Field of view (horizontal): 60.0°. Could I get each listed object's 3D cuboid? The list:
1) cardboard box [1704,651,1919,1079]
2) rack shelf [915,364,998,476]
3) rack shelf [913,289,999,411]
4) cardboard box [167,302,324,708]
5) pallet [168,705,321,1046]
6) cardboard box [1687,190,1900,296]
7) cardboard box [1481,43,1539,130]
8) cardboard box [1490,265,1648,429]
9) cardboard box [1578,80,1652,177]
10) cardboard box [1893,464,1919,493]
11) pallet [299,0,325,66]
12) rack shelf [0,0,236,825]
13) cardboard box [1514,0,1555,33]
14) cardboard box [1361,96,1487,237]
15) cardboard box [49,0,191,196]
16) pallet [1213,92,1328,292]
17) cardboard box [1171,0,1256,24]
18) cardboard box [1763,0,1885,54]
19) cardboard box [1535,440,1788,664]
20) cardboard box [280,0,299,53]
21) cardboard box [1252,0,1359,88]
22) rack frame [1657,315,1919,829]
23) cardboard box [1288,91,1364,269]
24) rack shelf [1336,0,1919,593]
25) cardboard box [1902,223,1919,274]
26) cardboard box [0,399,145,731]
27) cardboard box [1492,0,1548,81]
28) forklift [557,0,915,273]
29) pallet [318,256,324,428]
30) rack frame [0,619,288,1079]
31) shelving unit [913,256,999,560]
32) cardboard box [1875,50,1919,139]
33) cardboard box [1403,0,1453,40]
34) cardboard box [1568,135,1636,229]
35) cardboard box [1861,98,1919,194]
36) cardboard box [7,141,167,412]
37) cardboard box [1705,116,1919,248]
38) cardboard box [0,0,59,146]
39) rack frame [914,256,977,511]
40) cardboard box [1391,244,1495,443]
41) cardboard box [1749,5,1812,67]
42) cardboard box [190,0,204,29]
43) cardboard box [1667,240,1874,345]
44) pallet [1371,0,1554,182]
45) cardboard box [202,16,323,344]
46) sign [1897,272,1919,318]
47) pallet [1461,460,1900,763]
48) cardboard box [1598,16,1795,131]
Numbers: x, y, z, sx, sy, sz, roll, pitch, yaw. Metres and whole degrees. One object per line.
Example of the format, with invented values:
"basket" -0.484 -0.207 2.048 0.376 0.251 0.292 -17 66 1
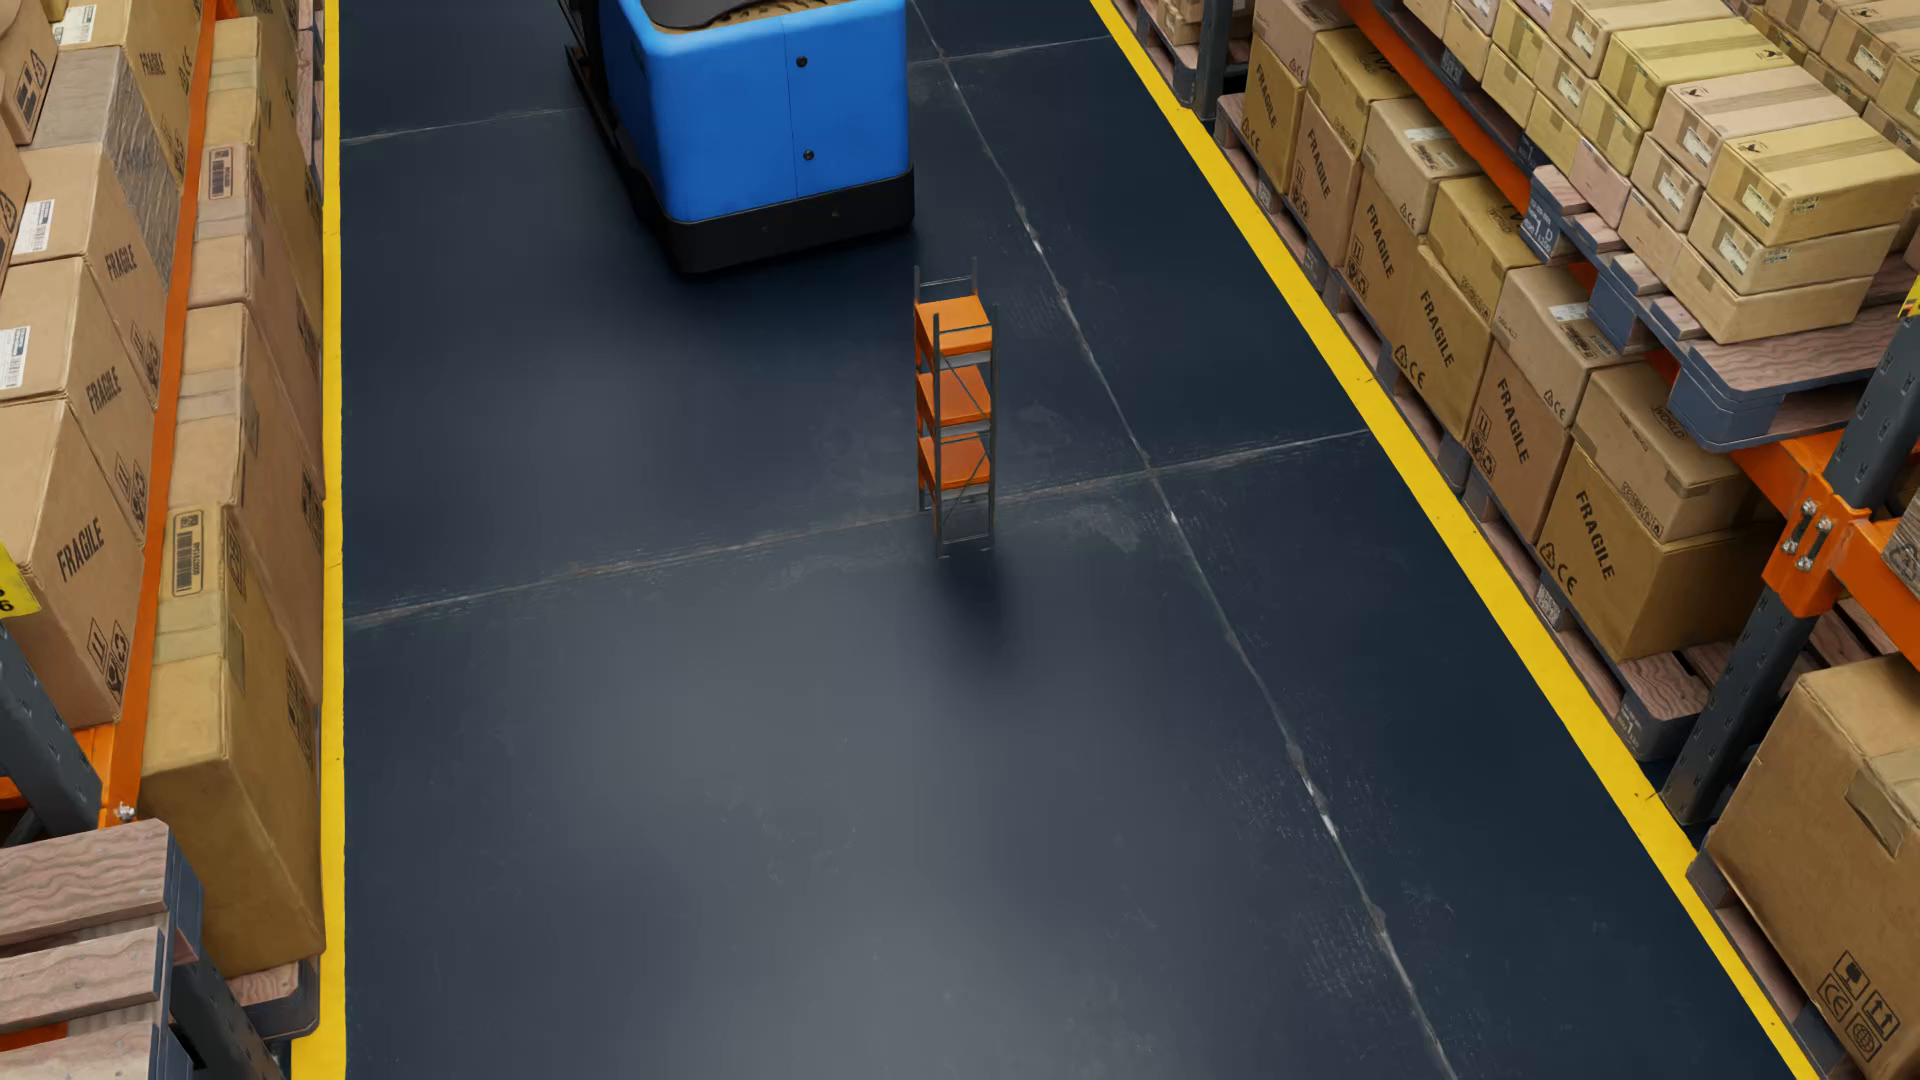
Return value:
"cardboard box" 2.665 0.746 4.200 1.050 0.750 0.750 -11 47 -11
"rack shelf" -0.014 -0.397 5.419 0.215 0.259 0.240 -11 47 -10
"rack shelf" -0.014 -0.596 5.216 0.215 0.259 0.240 -11 47 -10
"cardboard box" -2.602 0.005 4.838 1.225 0.875 0.875 -11 47 -10
"pallet" -2.354 0.924 4.697 1.003 0.211 1.213 -11 47 -10
"cardboard box" 2.029 -0.752 4.061 0.380 0.149 0.250 -10 46 -9
"cardboard box" 1.766 -1.354 4.859 0.380 0.149 0.250 -13 47 -12
"cardboard box" 2.027 -0.637 5.205 0.500 0.250 0.500 -10 46 -10
"cardboard box" 1.889 -1.117 4.418 0.380 0.149 0.250 -10 46 -9
"cardboard box" 2.653 -0.386 4.959 0.500 0.250 0.500 -13 47 -12
"pallet" -3.684 -2.663 8.212 1.003 0.211 1.213 -11 47 -10
"rack shelf" -2.737 -0.623 4.764 1.077 0.370 4.000 -11 47 -10
"cardboard box" 1.770 -1.559 4.643 0.380 0.149 0.250 -11 47 -10
"cardboard box" 1.770 -1.349 5.903 0.500 0.250 0.500 -9 46 -9
"cardboard box" -2.605 -1.315 4.869 0.500 0.500 0.500 -11 47 -11
"pallet" 1.772 -1.580 7.150 1.003 0.211 1.213 -11 47 -10
"cardboard box" 1.184 -2.505 7.599 0.380 0.149 0.250 -10 46 -10
"cardboard box" 2.467 -1.491 4.576 0.380 0.149 0.250 -13 47 -12
"cardboard box" 2.174 -0.010 5.116 0.500 0.500 0.500 -11 47 -11
"cardboard box" -3.571 -2.751 7.539 0.875 0.875 0.875 -11 47 -10
"cardboard box" 1.505 -2.069 6.608 0.500 0.250 0.500 -13 47 -12
"rack frame" 2.596 -0.331 3.974 1.000 3.000 0.127 -11 47 -10
"cardboard box" 1.641 -1.441 6.518 0.500 0.500 0.500 -9 46 -9
"rack shelf" 2.084 -1.460 5.585 1.077 0.370 4.000 -11 47 -10
"cardboard box" 2.676 -0.736 4.253 0.380 0.149 0.250 -11 47 -11
"cardboard box" -2.086 0.086 3.496 0.500 0.500 0.500 -9 46 -9
"cardboard box" 1.764 -1.463 4.757 0.380 0.149 0.250 -11 47 -11
"forklift" -1.211 -3.170 6.805 1.130 2.935 3.031 -16 48 -15
"pallet" -2.979 -0.761 6.348 1.003 0.211 1.213 -11 47 -10
"rack frame" -2.222 0.505 3.155 0.949 2.616 0.053 -11 47 -10
"shelving unit" -0.014 -0.404 5.411 0.215 1.050 0.252 -11 47 -10
"cardboard box" 2.593 -1.138 4.230 0.380 0.149 0.250 -12 47 -11
"cardboard box" 1.629 -1.721 5.218 0.380 0.149 0.250 -13 47 -12
"cardboard box" 1.897 -0.996 4.508 0.380 0.149 0.250 -10 46 -10
"cardboard box" 2.595 -1.052 4.354 0.380 0.149 0.250 -9 46 -8
"cardboard box" -2.355 -0.623 4.190 0.500 0.500 0.500 -11 47 -11
"cardboard box" 2.027 -0.853 3.951 0.380 0.149 0.250 -12 47 -12
"cardboard box" -2.739 -1.300 4.152 0.797 0.503 0.637 -9 46 -9
"rack frame" -0.045 -0.489 5.494 0.200 1.050 0.008 -11 47 -10
"cardboard box" 1.894 -0.731 5.822 0.500 0.500 0.500 -13 47 -12
"cardboard box" 2.458 -1.409 4.705 0.380 0.149 0.250 -11 47 -10
"cardboard box" -2.865 -2.018 5.557 0.500 0.500 0.500 -11 47 -10
"cardboard box" 2.025 -0.647 4.166 0.380 0.149 0.250 -10 46 -10
"pallet" 2.049 -1.623 5.375 1.003 0.211 1.213 -11 47 -10
"cardboard box" -3.066 -1.221 6.040 1.225 0.875 0.875 -11 47 -10
"sign" 2.073 -0.603 3.486 0.100 0.325 0.005 -11 47 -10
"pallet" 2.397 0.105 5.499 1.003 0.211 1.213 -11 47 -10
"cardboard box" 1.898 -1.208 4.299 0.380 0.149 0.250 -9 46 -9
